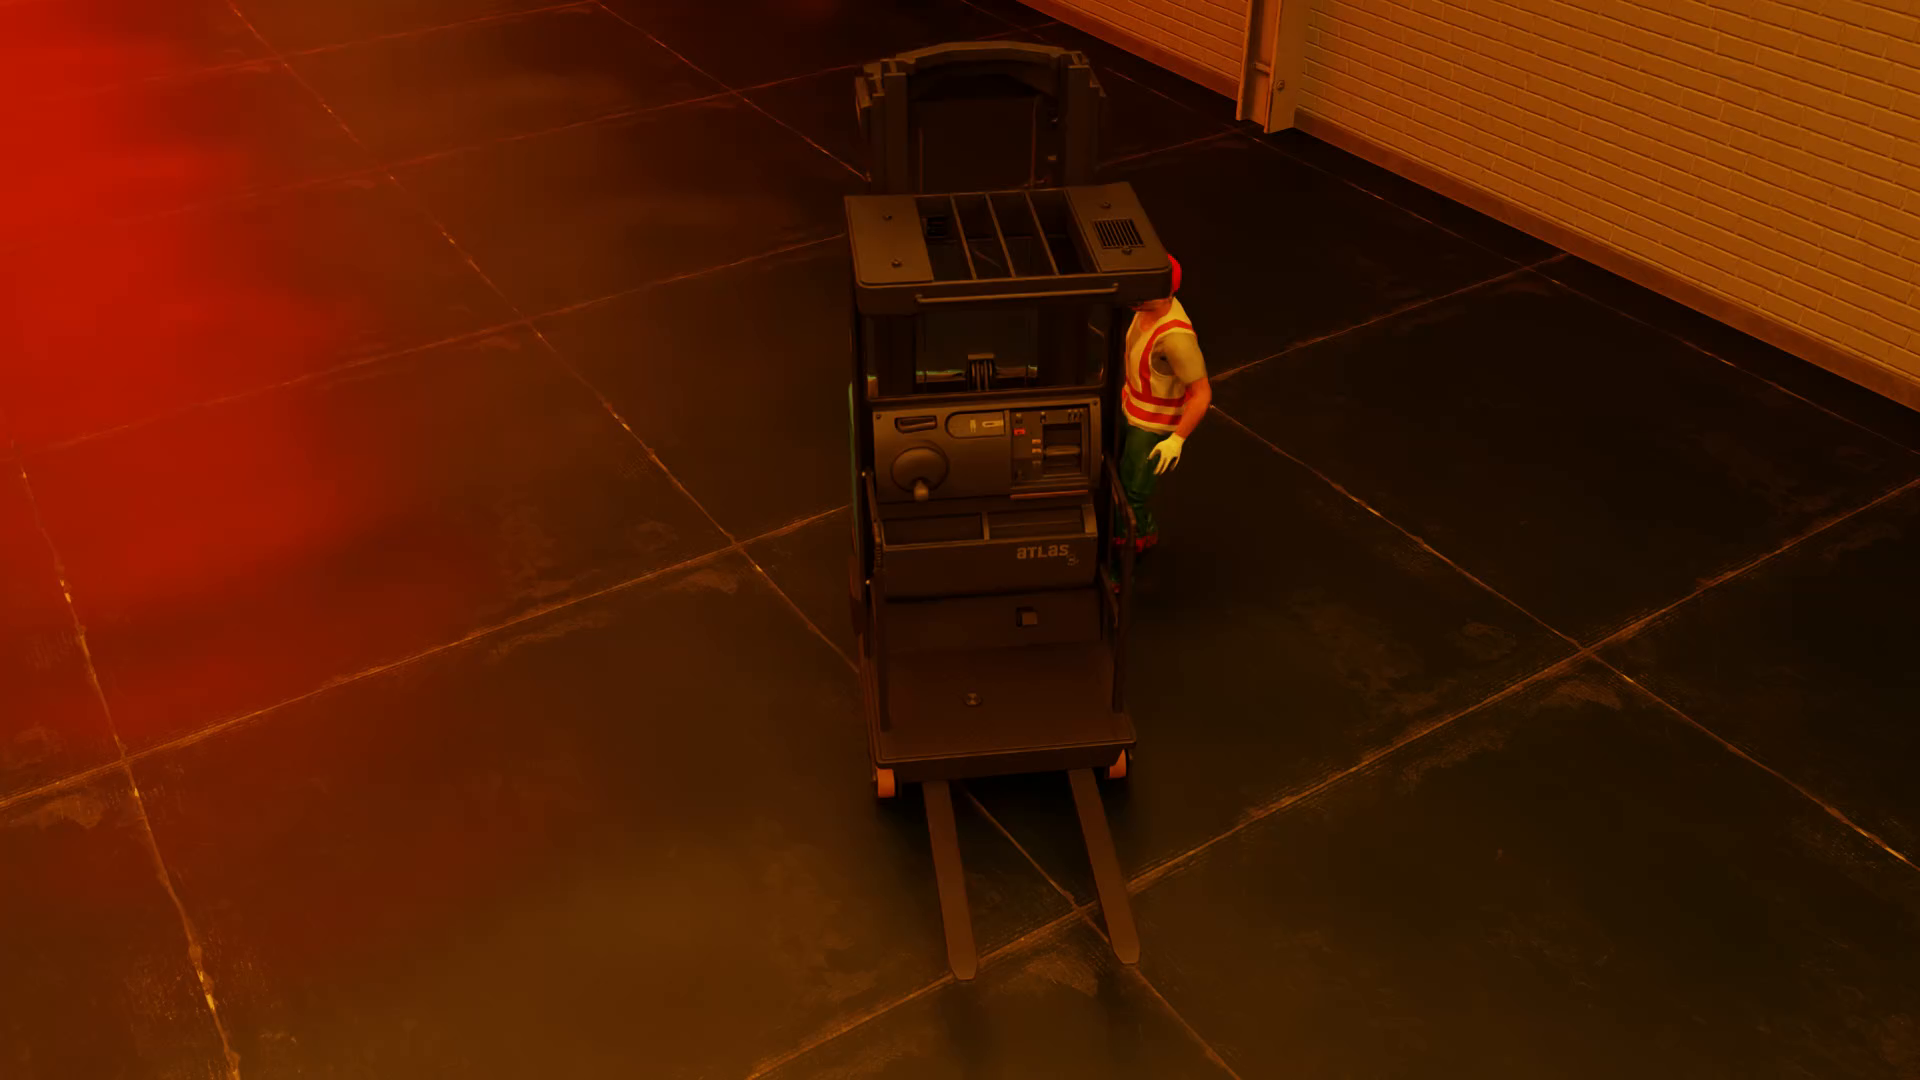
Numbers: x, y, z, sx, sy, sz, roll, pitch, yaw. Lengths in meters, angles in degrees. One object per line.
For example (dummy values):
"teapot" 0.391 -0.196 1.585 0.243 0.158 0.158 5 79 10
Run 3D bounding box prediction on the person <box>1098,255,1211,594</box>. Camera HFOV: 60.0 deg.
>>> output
"person" 0.819 -0.584 8.051 0.573 1.748 0.925 -7 36 -10

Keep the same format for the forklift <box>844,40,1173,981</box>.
"forklift" 0.142 -0.306 6.583 1.130 2.935 3.031 -4 35 -6
